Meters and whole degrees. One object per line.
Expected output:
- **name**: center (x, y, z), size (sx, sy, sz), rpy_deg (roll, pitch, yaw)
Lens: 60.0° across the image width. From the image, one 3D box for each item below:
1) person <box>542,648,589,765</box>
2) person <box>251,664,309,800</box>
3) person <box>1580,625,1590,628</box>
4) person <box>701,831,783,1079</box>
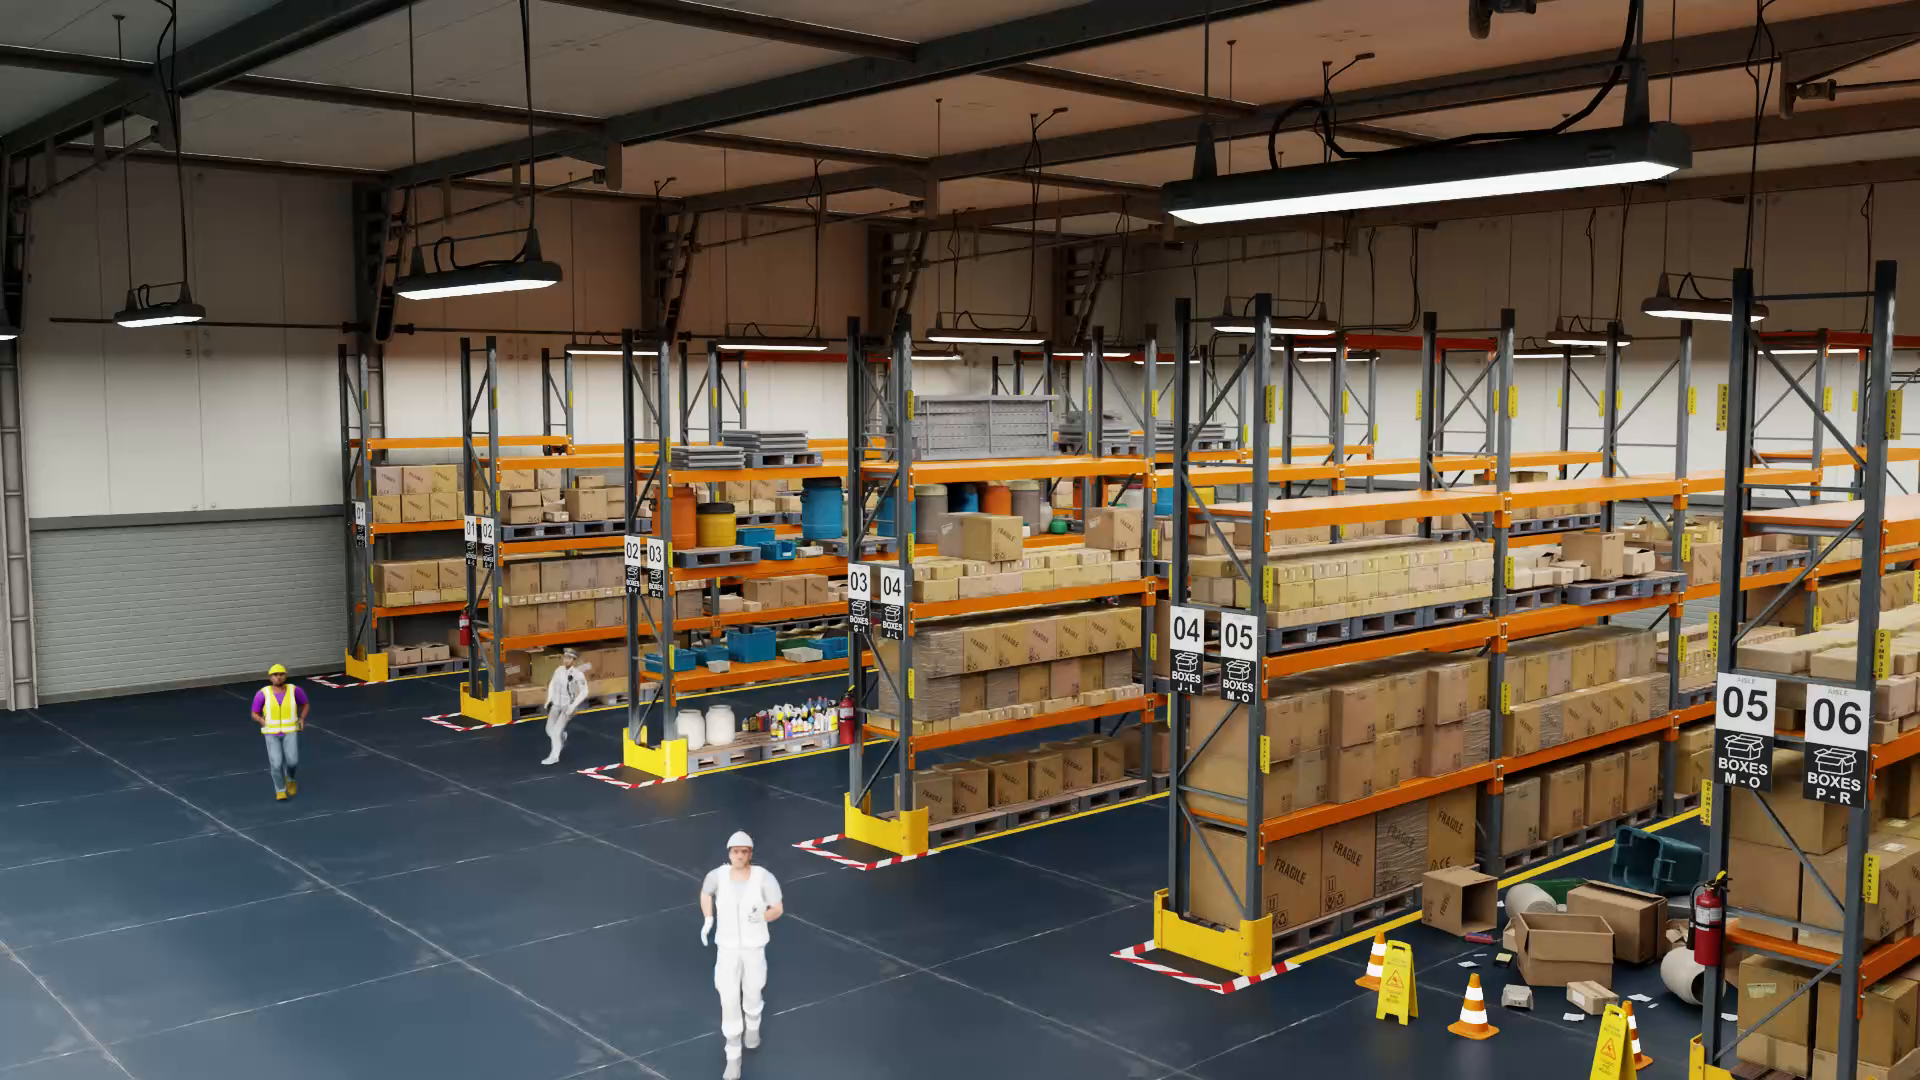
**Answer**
- **person**: center (-5.457, 2.290, 23.081), size (0.650, 1.620, 0.516), rpy_deg (2, 5, 19)
- **person**: center (-8.531, 2.424, 20.914), size (0.688, 1.720, 0.582), rpy_deg (-2, 6, -24)
- **person**: center (9.228, 2.104, 24.534), size (0.570, 1.723, 0.871), rpy_deg (5, 7, 44)
- **person**: center (-1.671, 3.126, 12.727), size (0.640, 1.824, 0.807), rpy_deg (0, 5, -4)
